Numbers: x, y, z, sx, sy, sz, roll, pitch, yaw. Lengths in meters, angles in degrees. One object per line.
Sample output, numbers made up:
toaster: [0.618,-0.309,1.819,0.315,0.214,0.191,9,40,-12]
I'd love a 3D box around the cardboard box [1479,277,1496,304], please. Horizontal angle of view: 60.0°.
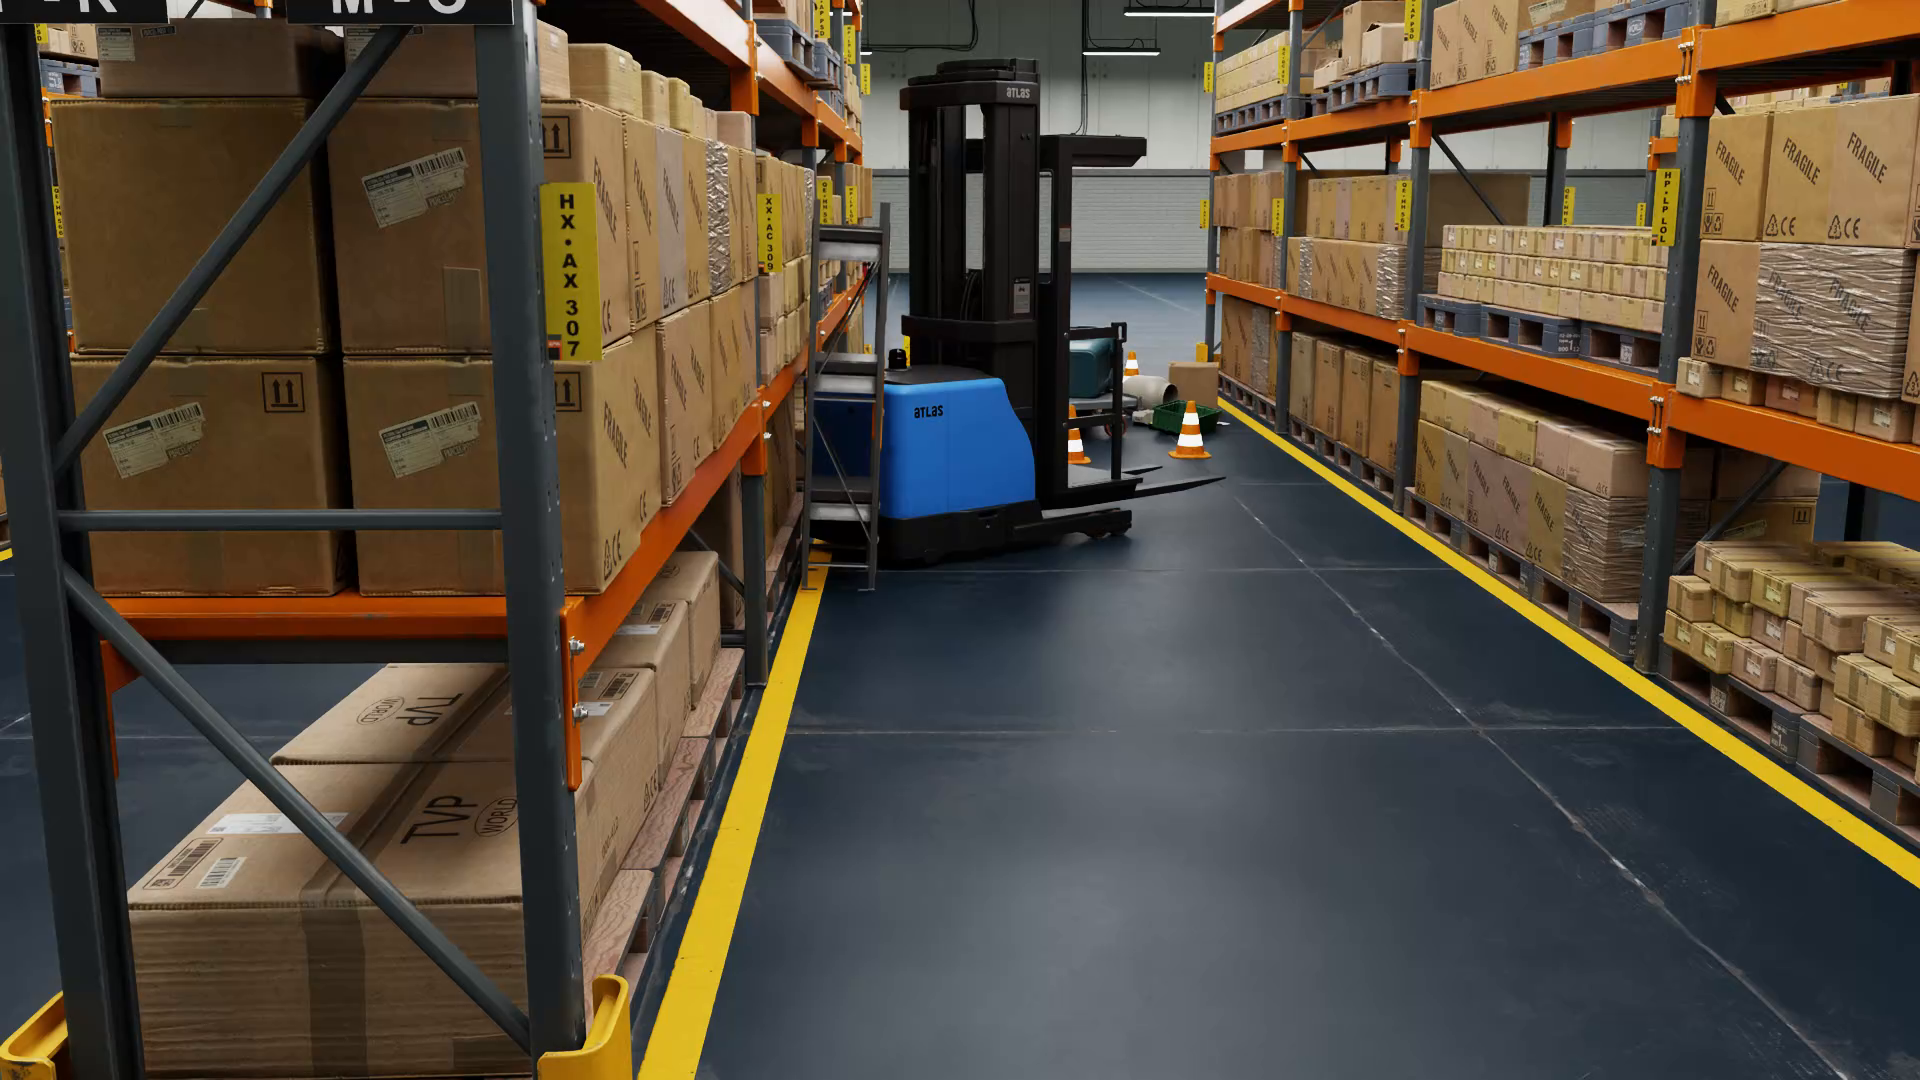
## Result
cardboard box: [3.334,-1.494,9.953,0.380,0.149,0.250,0,11,1]

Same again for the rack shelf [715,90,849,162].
rack shelf: [-1.481,-3.136,12.737,1.077,0.370,4.000,0,11,-1]

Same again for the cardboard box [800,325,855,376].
cardboard box: [-1.264,-1.760,15.664,0.500,0.500,0.500,0,11,2]

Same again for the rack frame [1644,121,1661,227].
rack frame: [8.303,-3.252,19.044,1.000,3.000,0.127,0,11,-1]

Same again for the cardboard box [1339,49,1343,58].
cardboard box: [3.695,-4.352,15.243,0.500,0.250,0.500,0,11,-1]

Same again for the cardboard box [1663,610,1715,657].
cardboard box: [3.277,0.399,7.163,0.380,0.149,0.250,-1,11,-4]

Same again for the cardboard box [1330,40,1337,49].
cardboard box: [3.740,-4.674,15.829,0.380,0.149,0.250,0,11,-2]

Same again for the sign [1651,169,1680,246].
sign: [3.036,-1.431,7.154,0.100,0.325,0.005,0,11,-1]

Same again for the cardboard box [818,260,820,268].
cardboard box: [-1.217,-2.112,11.369,0.500,0.500,0.500,-1,11,-3]

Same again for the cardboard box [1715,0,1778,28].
cardboard box: [3.336,-2.170,6.542,0.500,0.250,0.500,0,11,2]

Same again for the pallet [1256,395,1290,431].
pallet: [3.488,-1.241,16.147,1.003,0.211,1.213,0,11,-1]

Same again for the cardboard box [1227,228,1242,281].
cardboard box: [3.315,-3.030,17.575,0.875,0.550,0.550,0,11,-1]

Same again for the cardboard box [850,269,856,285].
cardboard box: [-1.225,-2.611,16.517,0.380,0.149,0.250,0,11,-1]

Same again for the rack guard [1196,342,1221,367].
rack guard: [3.342,-2.031,19.314,1.175,0.500,0.348,0,11,-1]

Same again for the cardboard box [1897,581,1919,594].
cardboard box: [3.843,0.255,6.374,0.380,0.149,0.250,0,11,1]

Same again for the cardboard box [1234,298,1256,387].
cardboard box: [3.443,-2.107,17.687,0.875,0.875,0.875,0,11,-2]

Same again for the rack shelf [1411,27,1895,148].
rack shelf: [3.549,-2.381,9.017,1.077,0.370,4.000,0,11,-1]

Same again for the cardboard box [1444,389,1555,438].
cardboard box: [3.290,-0.771,10.158,0.500,0.250,0.500,0,11,-2]

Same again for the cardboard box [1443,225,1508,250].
cardboard box: [3.324,-1.942,10.667,0.380,0.149,0.250,0,11,-1]

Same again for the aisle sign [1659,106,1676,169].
aisle sign: [8.002,-4.537,18.840,0.394,0.787,0.004,0,11,-1]

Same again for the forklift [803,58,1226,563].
forklift: [0.482,-1.516,10.660,3.031,2.935,1.130,-9,15,-39]

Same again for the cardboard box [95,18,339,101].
cardboard box: [-1.482,-0.958,3.340,0.380,0.149,0.250,0,11,0]

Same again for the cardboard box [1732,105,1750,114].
cardboard box: [8.094,-4.247,16.782,0.500,0.250,0.500,0,11,1]

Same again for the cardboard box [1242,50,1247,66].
cardboard box: [3.062,-4.873,16.808,0.380,0.149,0.250,0,11,0]

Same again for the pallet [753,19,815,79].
pallet: [-1.347,-2.648,8.999,1.003,0.211,1.213,0,11,1]

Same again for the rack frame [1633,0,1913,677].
rack frame: [3.590,-0.866,7.284,1.000,3.000,0.127,0,11,-1]

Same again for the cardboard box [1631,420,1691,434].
cardboard box: [3.826,-0.468,8.668,0.500,0.250,0.500,0,11,0]

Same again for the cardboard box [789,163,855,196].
cardboard box: [-1.314,-3.189,15.220,0.700,0.500,0.500,0,11,-2]

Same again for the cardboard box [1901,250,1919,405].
cardboard box: [3.381,-0.656,5.251,0.500,0.500,0.500,0,11,2]

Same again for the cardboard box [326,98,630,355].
cardboard box: [-0.999,-0.666,3.533,0.500,0.500,0.500,0,11,-2]

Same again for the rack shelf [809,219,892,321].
rack shelf: [-0.603,-1.472,9.031,0.431,0.518,0.480,2,11,-5]

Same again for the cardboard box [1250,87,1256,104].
cardboard box: [3.070,-4.383,16.397,0.380,0.149,0.250,0,11,-2]

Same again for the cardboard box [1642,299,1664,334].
cardboard box: [3.384,-1.027,7.653,0.380,0.149,0.250,0,11,-2]

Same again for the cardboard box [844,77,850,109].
cardboard box: [-1.257,-4.047,15.047,0.500,0.250,0.500,0,11,-2]

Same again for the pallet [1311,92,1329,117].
pallet: [3.493,-3.651,13.946,0.805,0.209,1.217,-1,11,-3]

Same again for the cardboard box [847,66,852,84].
cardboard box: [-1.212,-4.374,15.657,0.380,0.149,0.250,0,11,-2]

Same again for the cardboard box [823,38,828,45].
cardboard box: [-1.382,-4.149,13.984,0.500,0.250,0.500,0,11,0]

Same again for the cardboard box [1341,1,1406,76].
cardboard box: [3.192,-3.780,12.541,0.500,0.500,0.500,0,11,-1]

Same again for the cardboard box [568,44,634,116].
cardboard box: [-0.972,-1.063,3.858,0.380,0.149,0.250,0,11,1]

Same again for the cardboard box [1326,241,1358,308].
cardboard box: [3.196,-2.099,13.110,0.500,0.500,0.500,0,11,0]

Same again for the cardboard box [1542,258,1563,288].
cardboard box: [3.354,-1.435,8.915,0.380,0.149,0.250,0,11,-1]

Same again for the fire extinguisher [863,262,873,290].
fire extinguisher: [-1.146,-3.198,18.972,0.296,0.674,0.183,0,11,-1]

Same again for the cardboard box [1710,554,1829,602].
cardboard box: [3.337,0.158,6.854,0.380,0.149,0.250,0,11,2]

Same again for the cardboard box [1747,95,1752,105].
cardboard box: [8.141,-4.428,16.671,0.380,0.149,0.250,-1,11,-3]

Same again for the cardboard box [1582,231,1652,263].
cardboard box: [3.371,-1.476,8.371,0.380,0.149,0.250,0,11,-1]

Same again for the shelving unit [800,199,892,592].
shelving unit: [-0.638,-0.800,9.165,0.431,2.100,0.503,2,11,-5]

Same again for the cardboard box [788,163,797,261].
cardboard box: [-1.141,-1.757,8.908,0.500,0.500,0.500,0,11,-2]

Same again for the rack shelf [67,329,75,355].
rack shelf: [-6.443,-1.645,12.931,1.077,0.370,4.000,0,11,-1]

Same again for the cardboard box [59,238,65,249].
cardboard box: [-6.114,-2.031,11.144,0.380,0.149,0.250,0,11,1]

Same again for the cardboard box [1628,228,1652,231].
cardboard box: [4.001,-1.683,9.390,0.380,0.149,0.250,0,11,2]

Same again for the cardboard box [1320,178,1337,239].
cardboard box: [3.454,-2.795,14.023,0.700,0.500,0.500,0,11,-2]

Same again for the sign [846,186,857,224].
sign: [-0.967,-2.986,14.823,0.100,0.325,0.005,0,11,-1]

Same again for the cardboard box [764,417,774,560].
cardboard box: [-1.476,-0.293,8.745,0.875,0.875,0.875,0,11,0]

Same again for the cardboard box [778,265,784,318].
cardboard box: [-1.123,-1.189,7.997,0.500,0.250,0.500,0,11,0]

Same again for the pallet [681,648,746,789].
pallet: [-1.419,0.692,6.616,1.003,0.211,1.213,0,11,-1]

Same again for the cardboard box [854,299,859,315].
cardboard box: [-1.247,-2.422,17.293,0.380,0.149,0.250,0,11,1]
